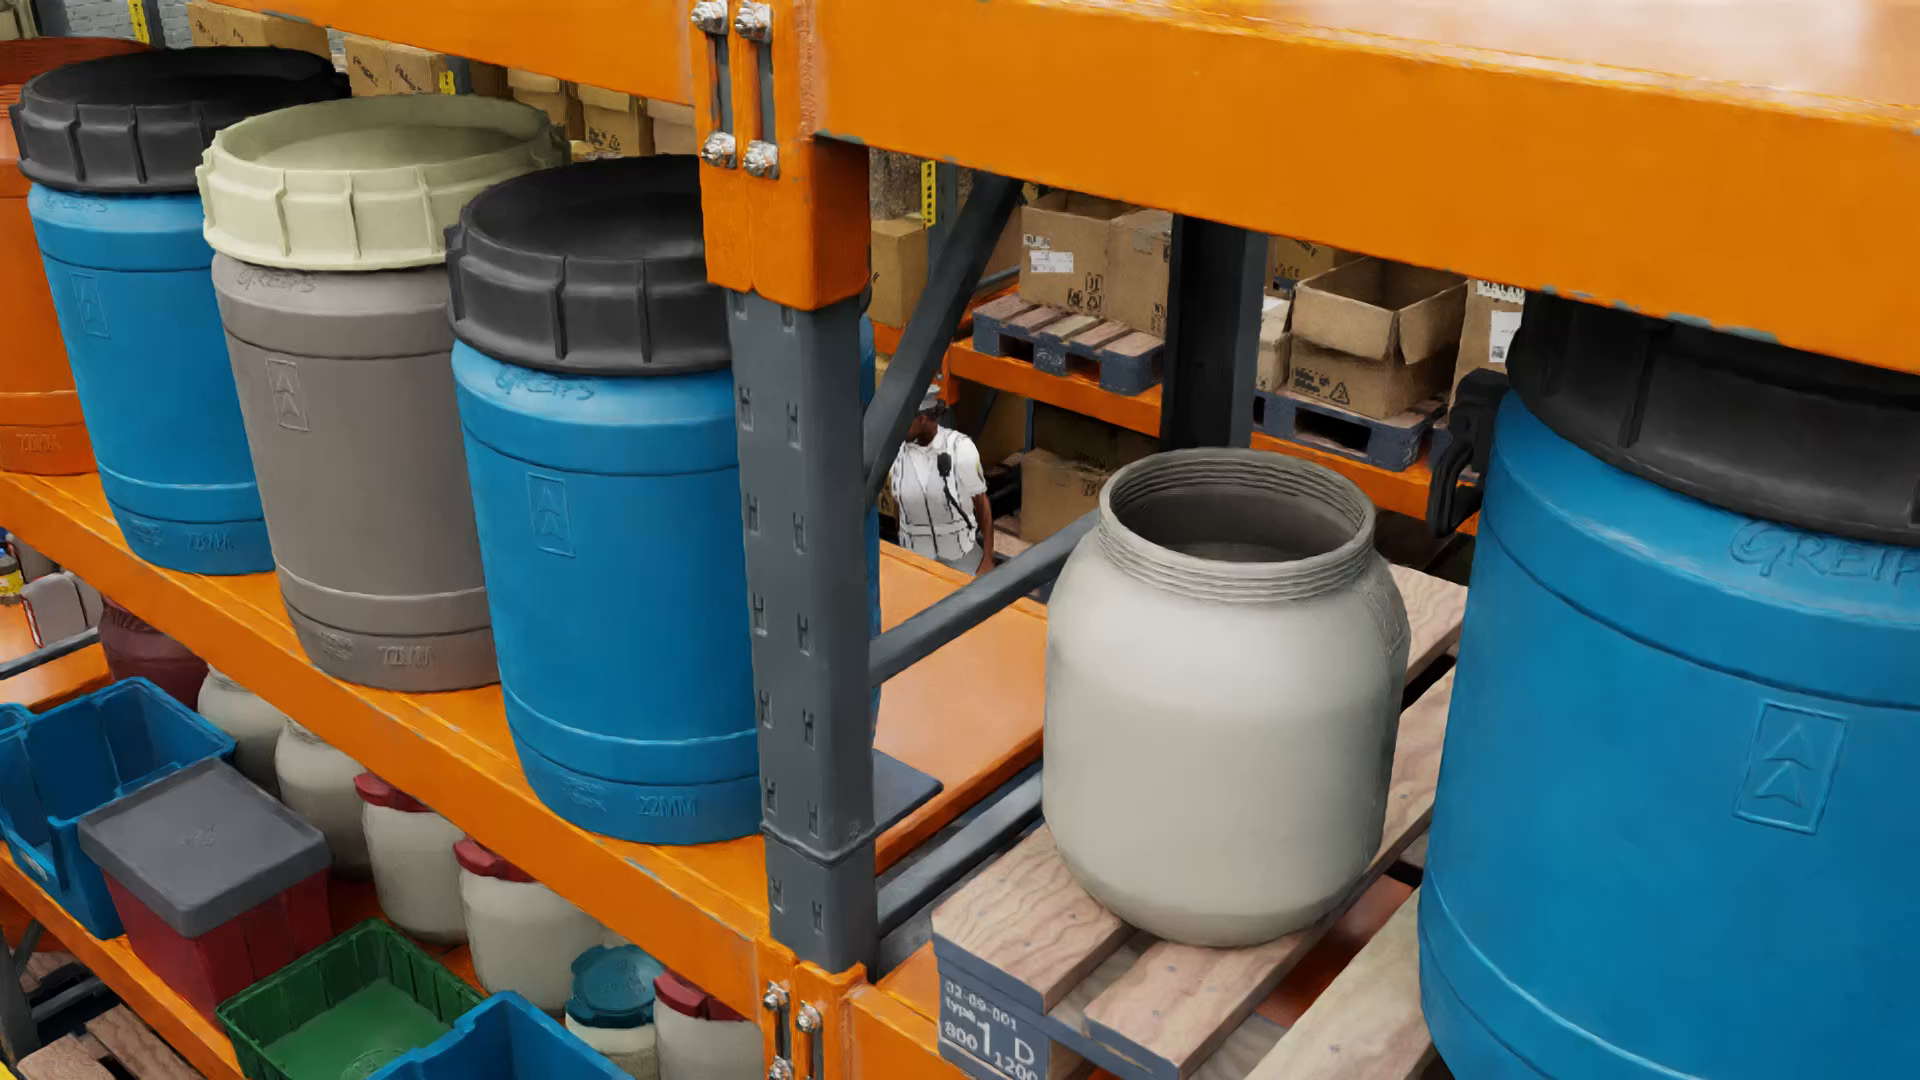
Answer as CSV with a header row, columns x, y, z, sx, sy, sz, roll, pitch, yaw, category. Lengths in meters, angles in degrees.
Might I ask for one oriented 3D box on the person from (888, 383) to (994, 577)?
x,y,z,sx,sy,sz,roll,pitch,yaw,category
-0.064,0.057,7.541,0.540,1.629,0.605,5,28,9,person
